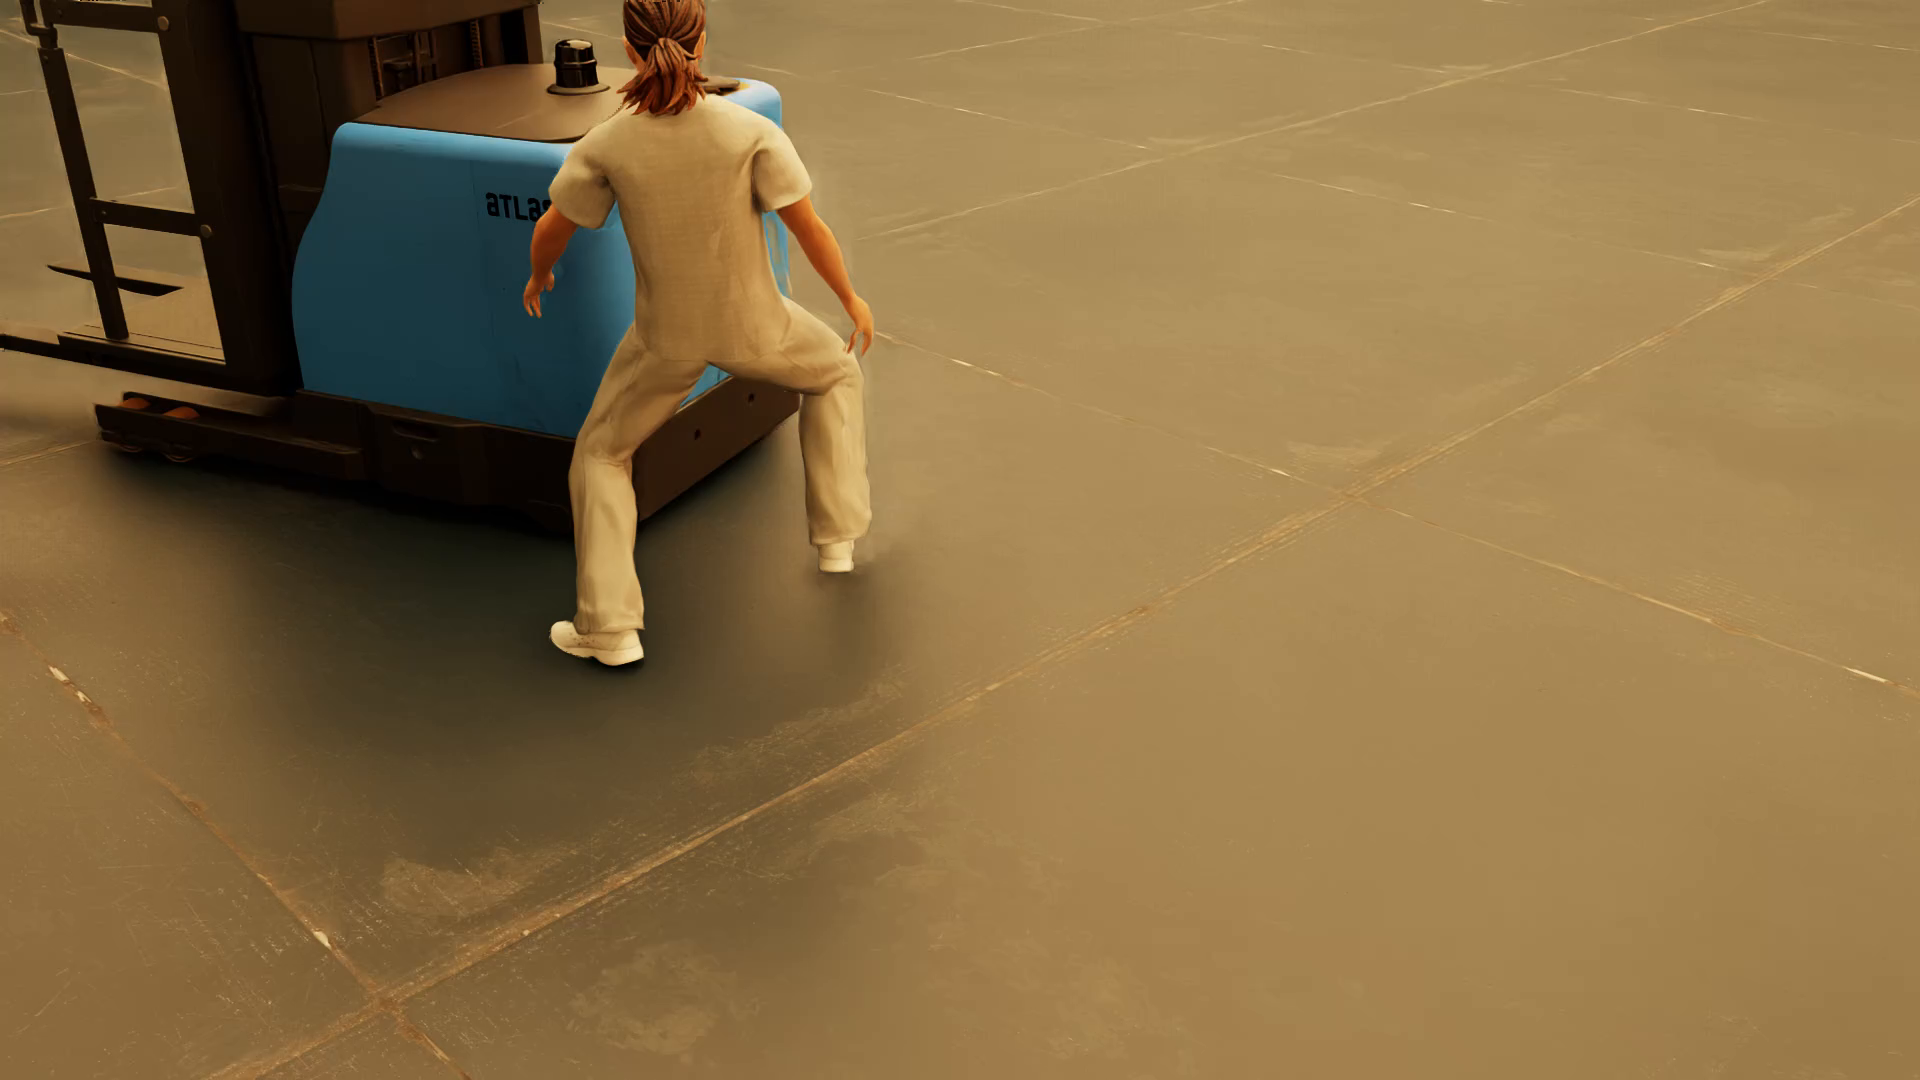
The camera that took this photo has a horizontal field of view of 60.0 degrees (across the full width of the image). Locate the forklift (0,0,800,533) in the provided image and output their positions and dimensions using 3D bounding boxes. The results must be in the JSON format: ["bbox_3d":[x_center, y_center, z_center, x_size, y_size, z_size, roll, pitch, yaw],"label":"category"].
[{"bbox_3d":[-2.067,-1.748,4.777,3.031,2.935,1.130,11,28,21],"label":"forklift"}]

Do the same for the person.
[{"bbox_3d":[-0.627,-0.514,3.876,0.849,1.558,0.658,-1,26,-1],"label":"person"}]
